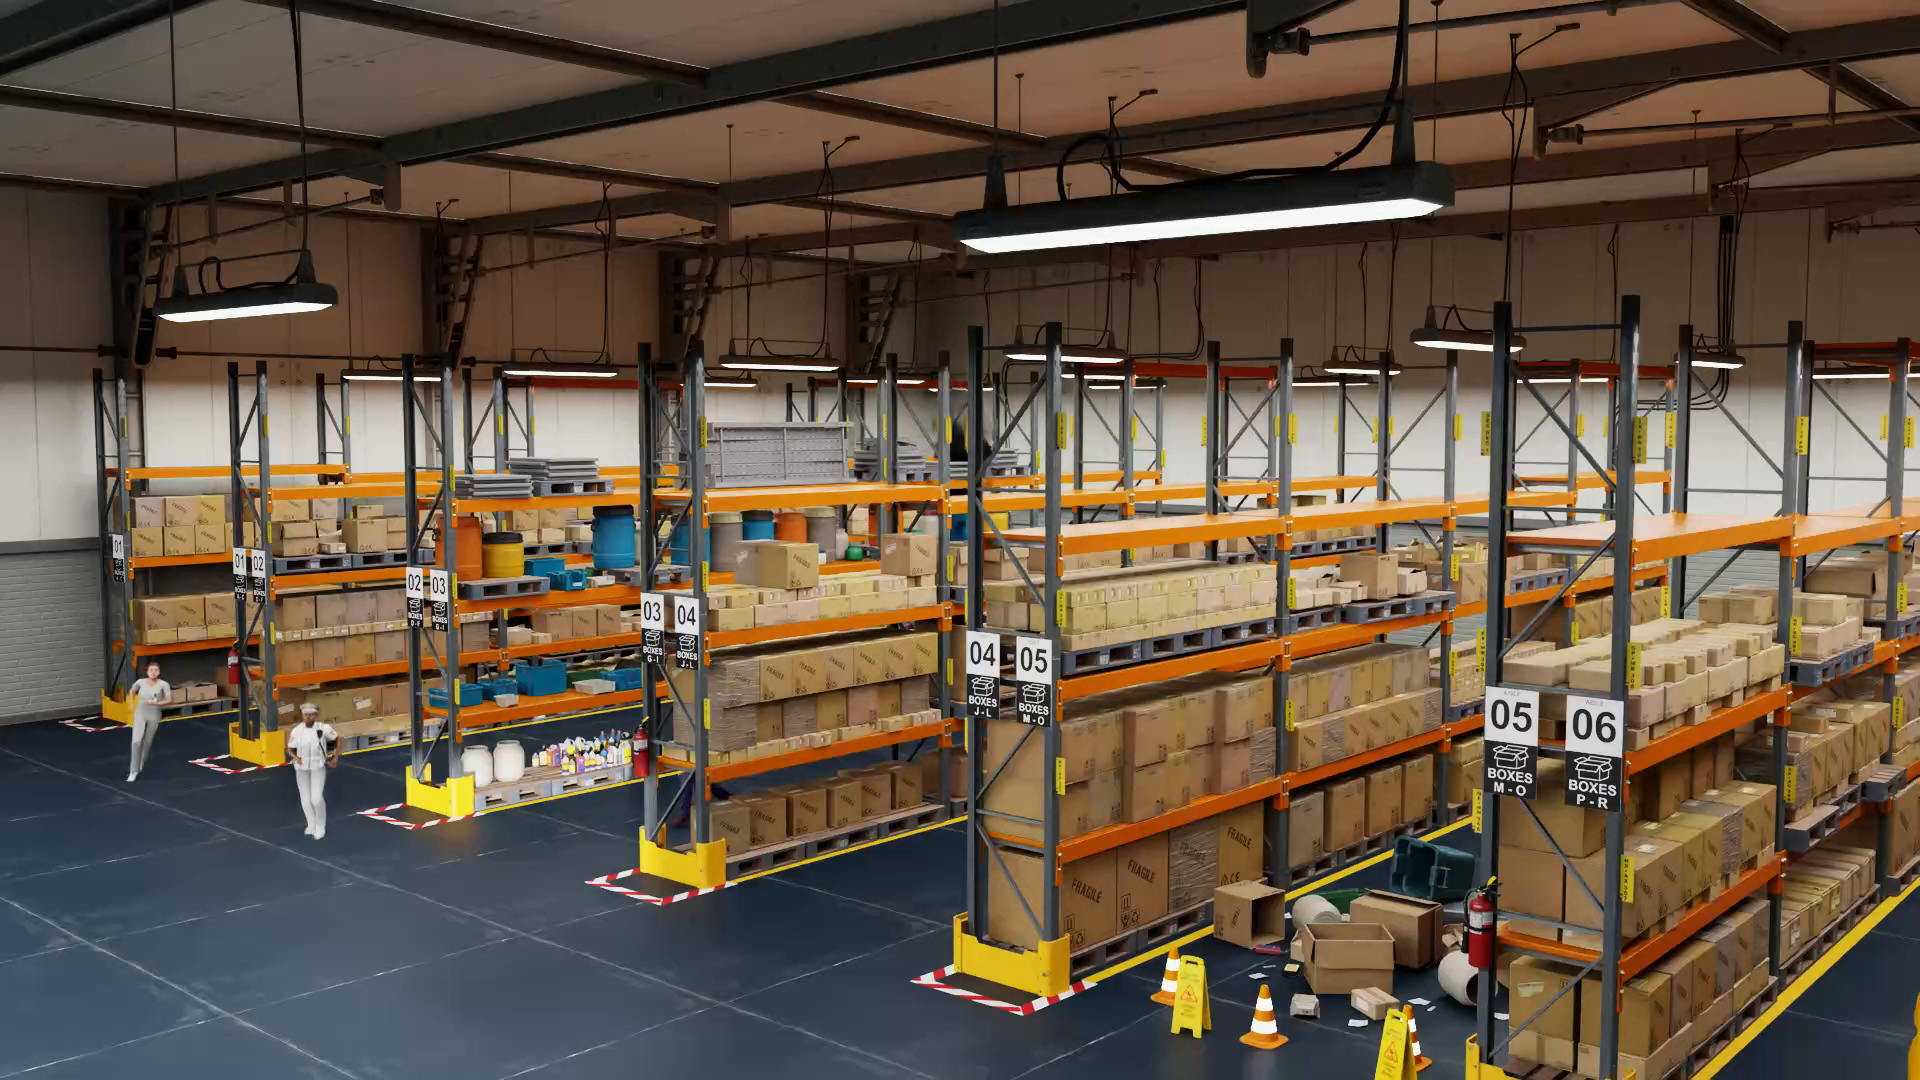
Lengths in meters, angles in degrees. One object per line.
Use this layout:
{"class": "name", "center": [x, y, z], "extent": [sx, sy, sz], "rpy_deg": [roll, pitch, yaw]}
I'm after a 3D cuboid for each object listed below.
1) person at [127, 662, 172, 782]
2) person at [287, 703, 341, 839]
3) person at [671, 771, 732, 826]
{"class": "person", "center": [-11.689, 2.598, 23.984], "extent": [0.612, 1.716, 0.731], "rpy_deg": [-2, 5, -24]}
{"class": "person", "center": [-7.934, 2.842, 20.402], "extent": [0.597, 1.710, 0.678], "rpy_deg": [-1, 4, -10]}
{"class": "person", "center": [-3.325, 2.783, 21.222], "extent": [0.615, 1.612, 0.918], "rpy_deg": [3, 5, 35]}
